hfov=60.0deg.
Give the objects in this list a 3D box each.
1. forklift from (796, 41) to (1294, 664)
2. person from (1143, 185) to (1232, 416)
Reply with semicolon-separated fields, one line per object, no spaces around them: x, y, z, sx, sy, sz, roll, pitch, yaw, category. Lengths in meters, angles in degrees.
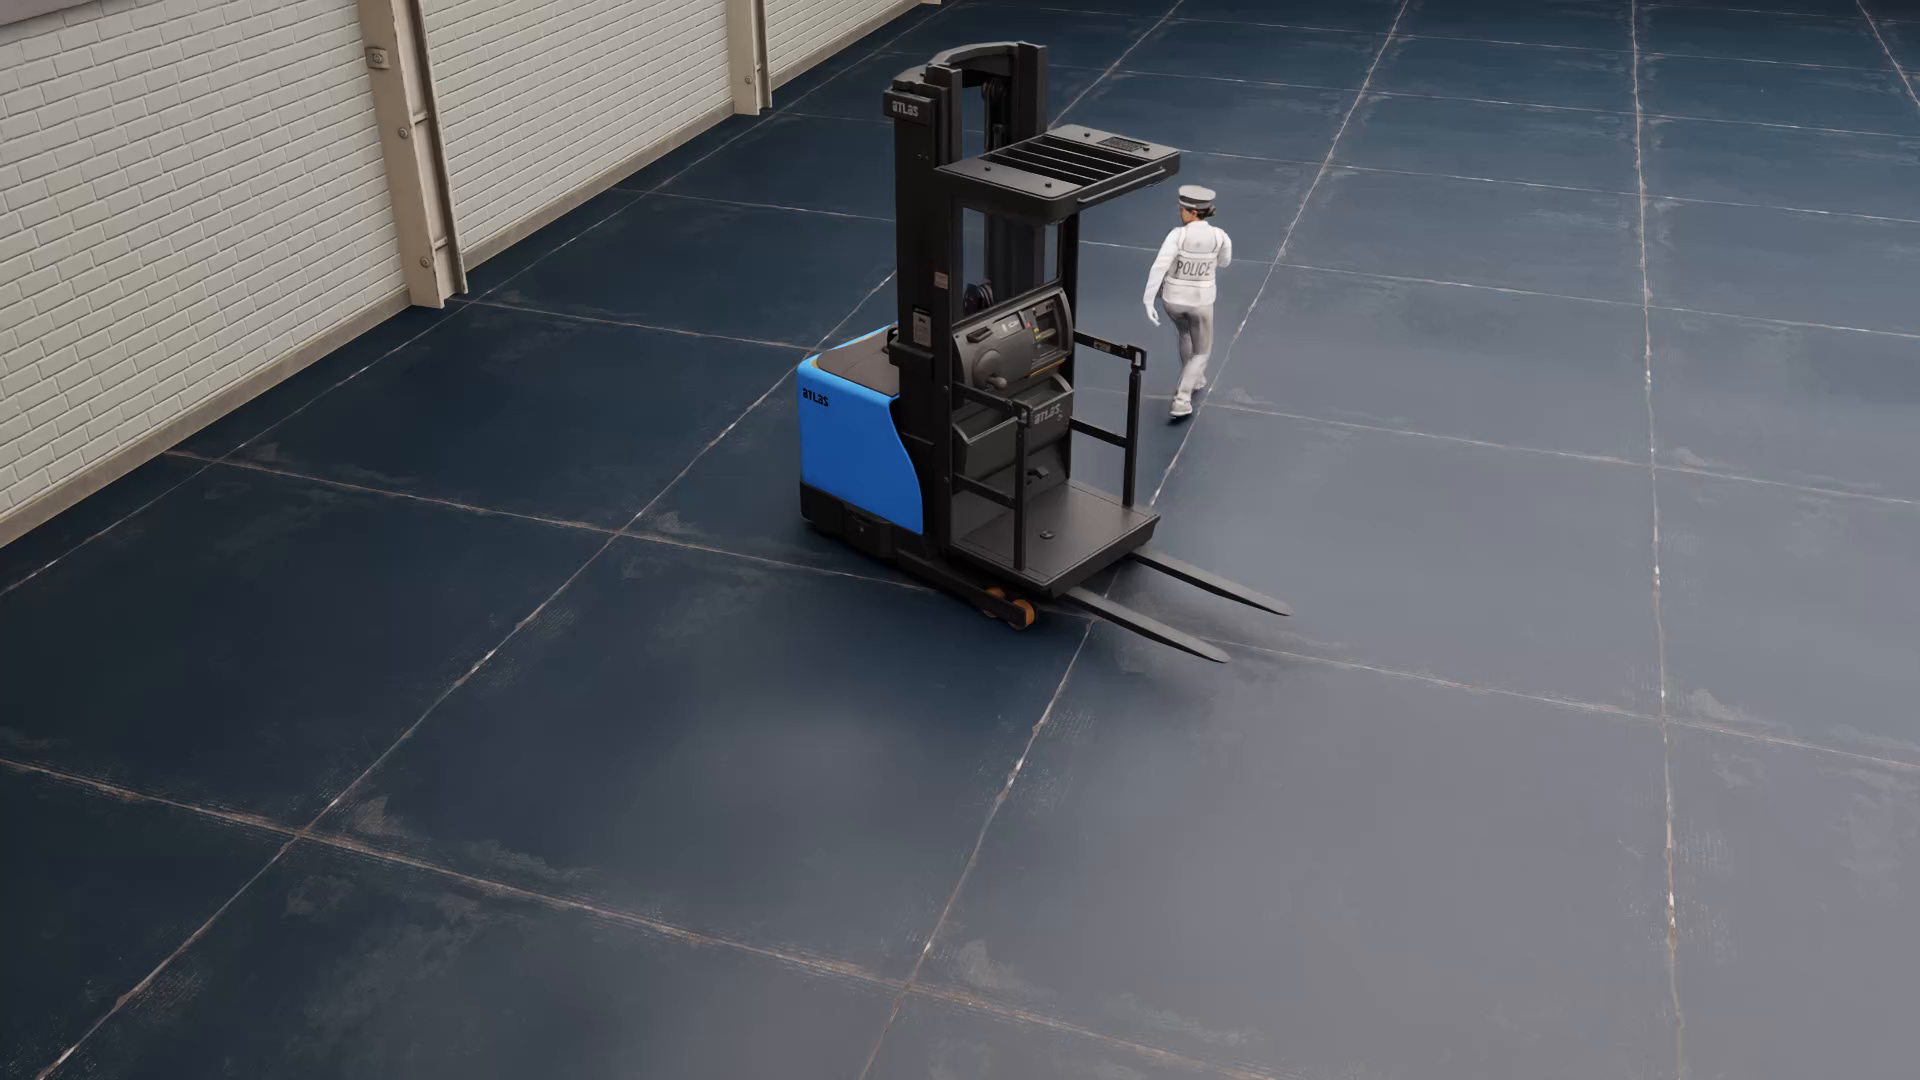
0.456;-1.071;9.016;3.031;2.935;1.130;24;37;35;forklift
1.577;-1.652;11.439;0.506;1.599;0.883;9;31;15;person
